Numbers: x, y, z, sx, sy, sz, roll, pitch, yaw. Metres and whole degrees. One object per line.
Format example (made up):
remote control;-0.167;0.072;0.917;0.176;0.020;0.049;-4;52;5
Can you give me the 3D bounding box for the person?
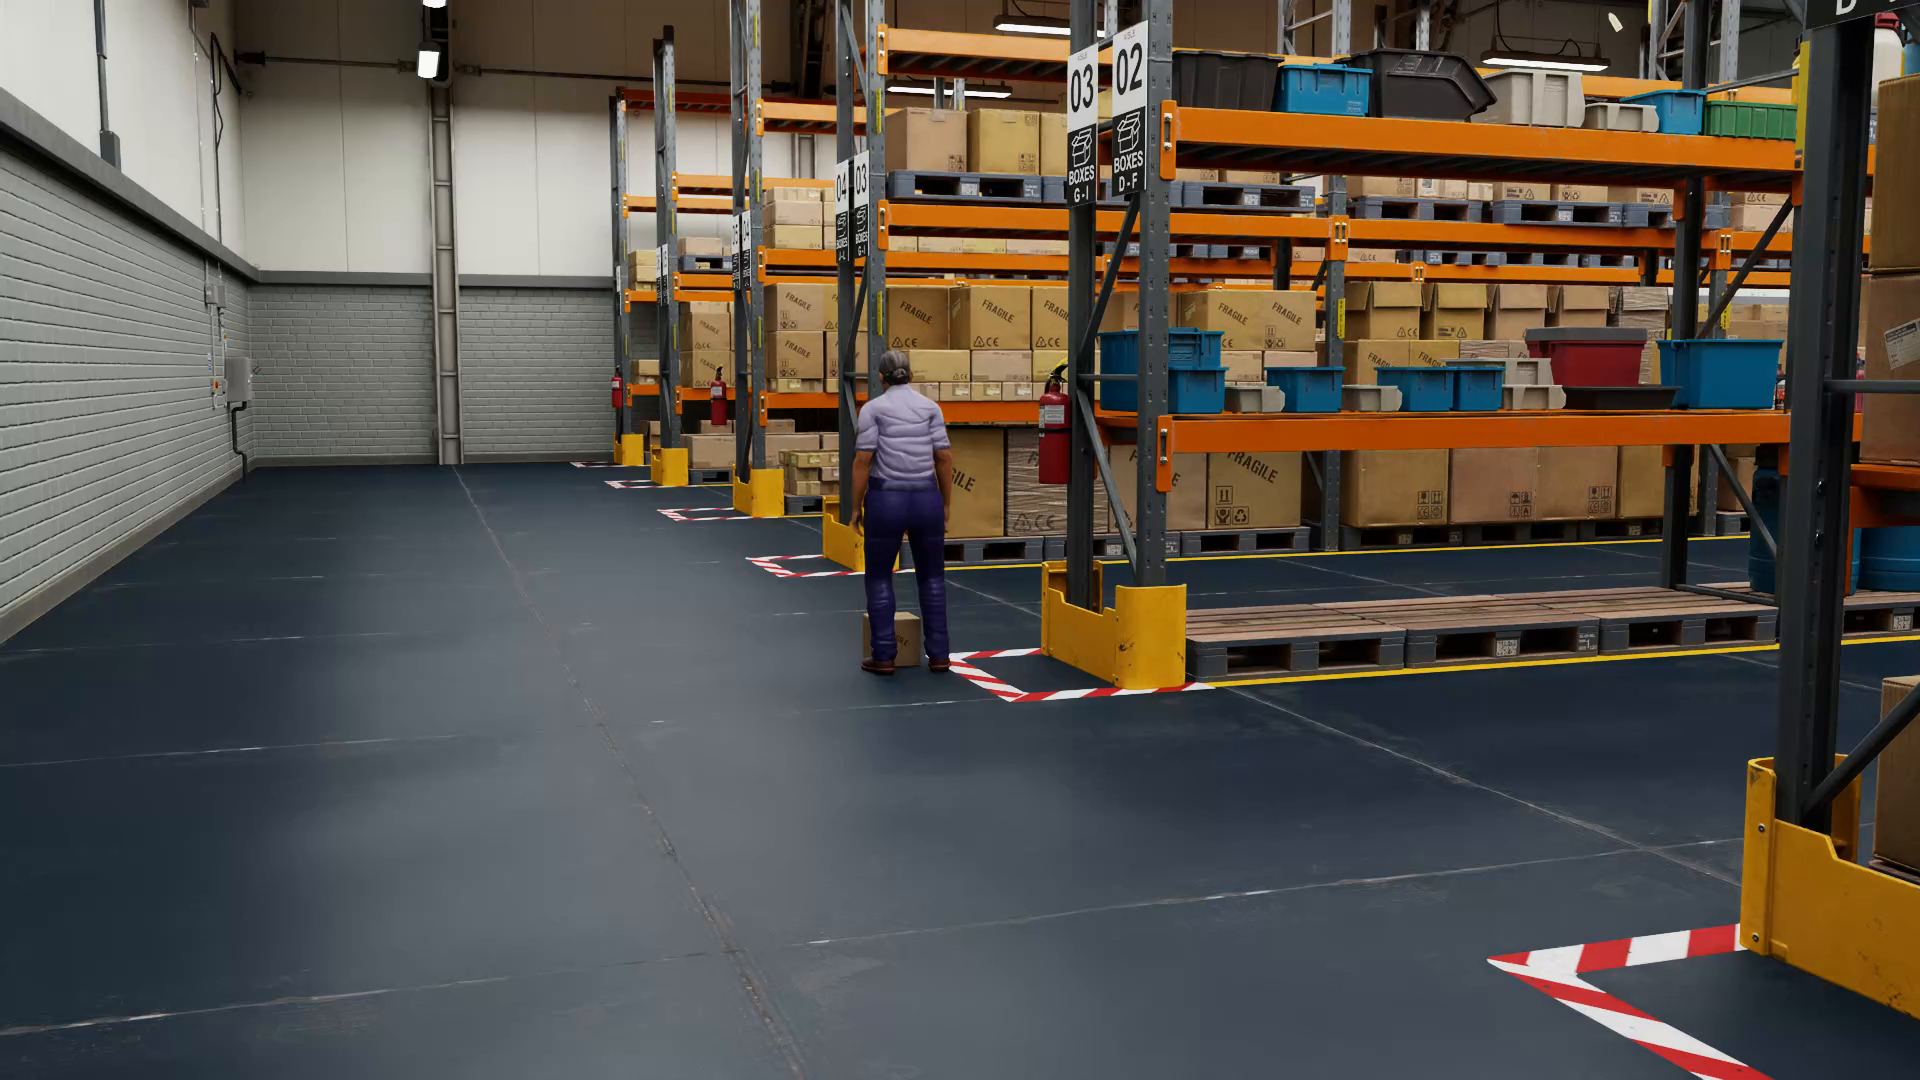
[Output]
person;-0.287;-0.146;8.525;0.551;1.651;0.367;-2;6;-16
